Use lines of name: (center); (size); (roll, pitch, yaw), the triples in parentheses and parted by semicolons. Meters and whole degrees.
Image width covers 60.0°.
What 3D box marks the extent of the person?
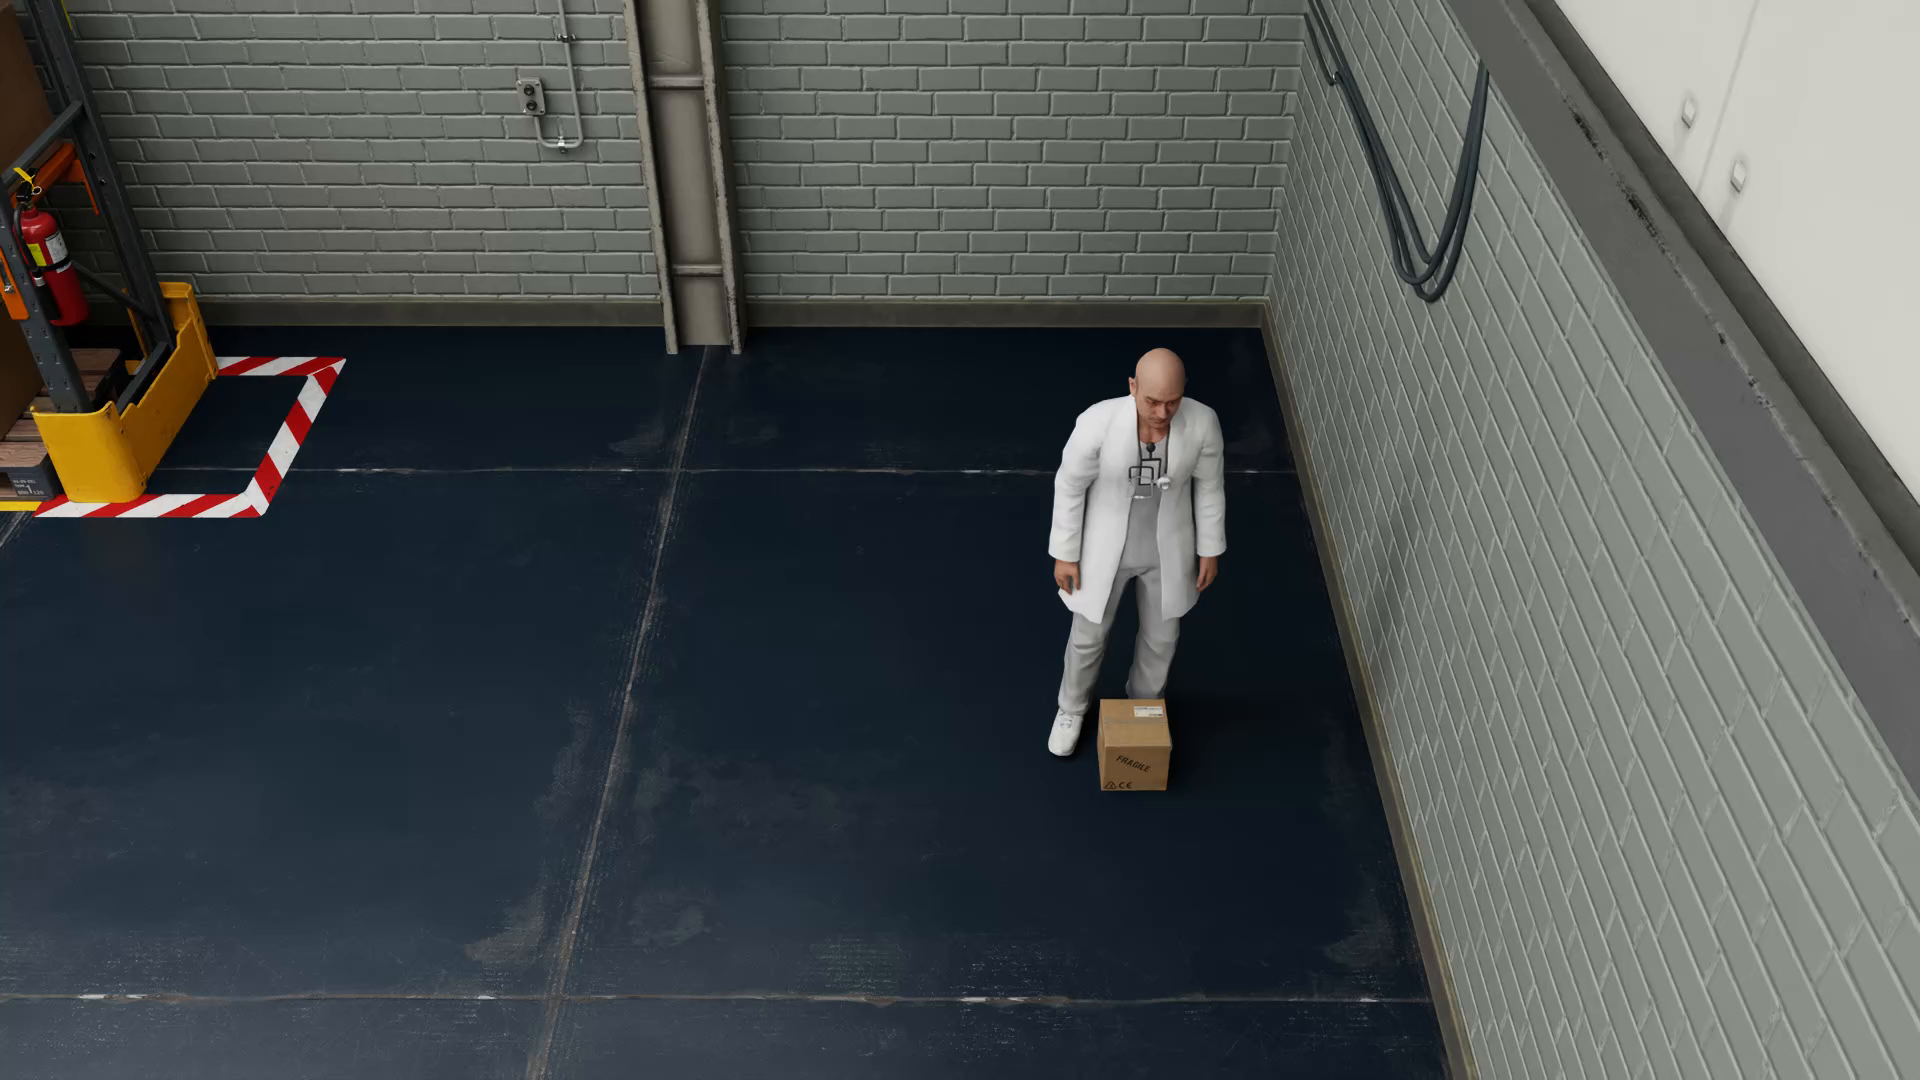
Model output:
person: (0.650, 0.045, 6.111); (0.655, 1.775, 0.422); (-2, 39, -2)
